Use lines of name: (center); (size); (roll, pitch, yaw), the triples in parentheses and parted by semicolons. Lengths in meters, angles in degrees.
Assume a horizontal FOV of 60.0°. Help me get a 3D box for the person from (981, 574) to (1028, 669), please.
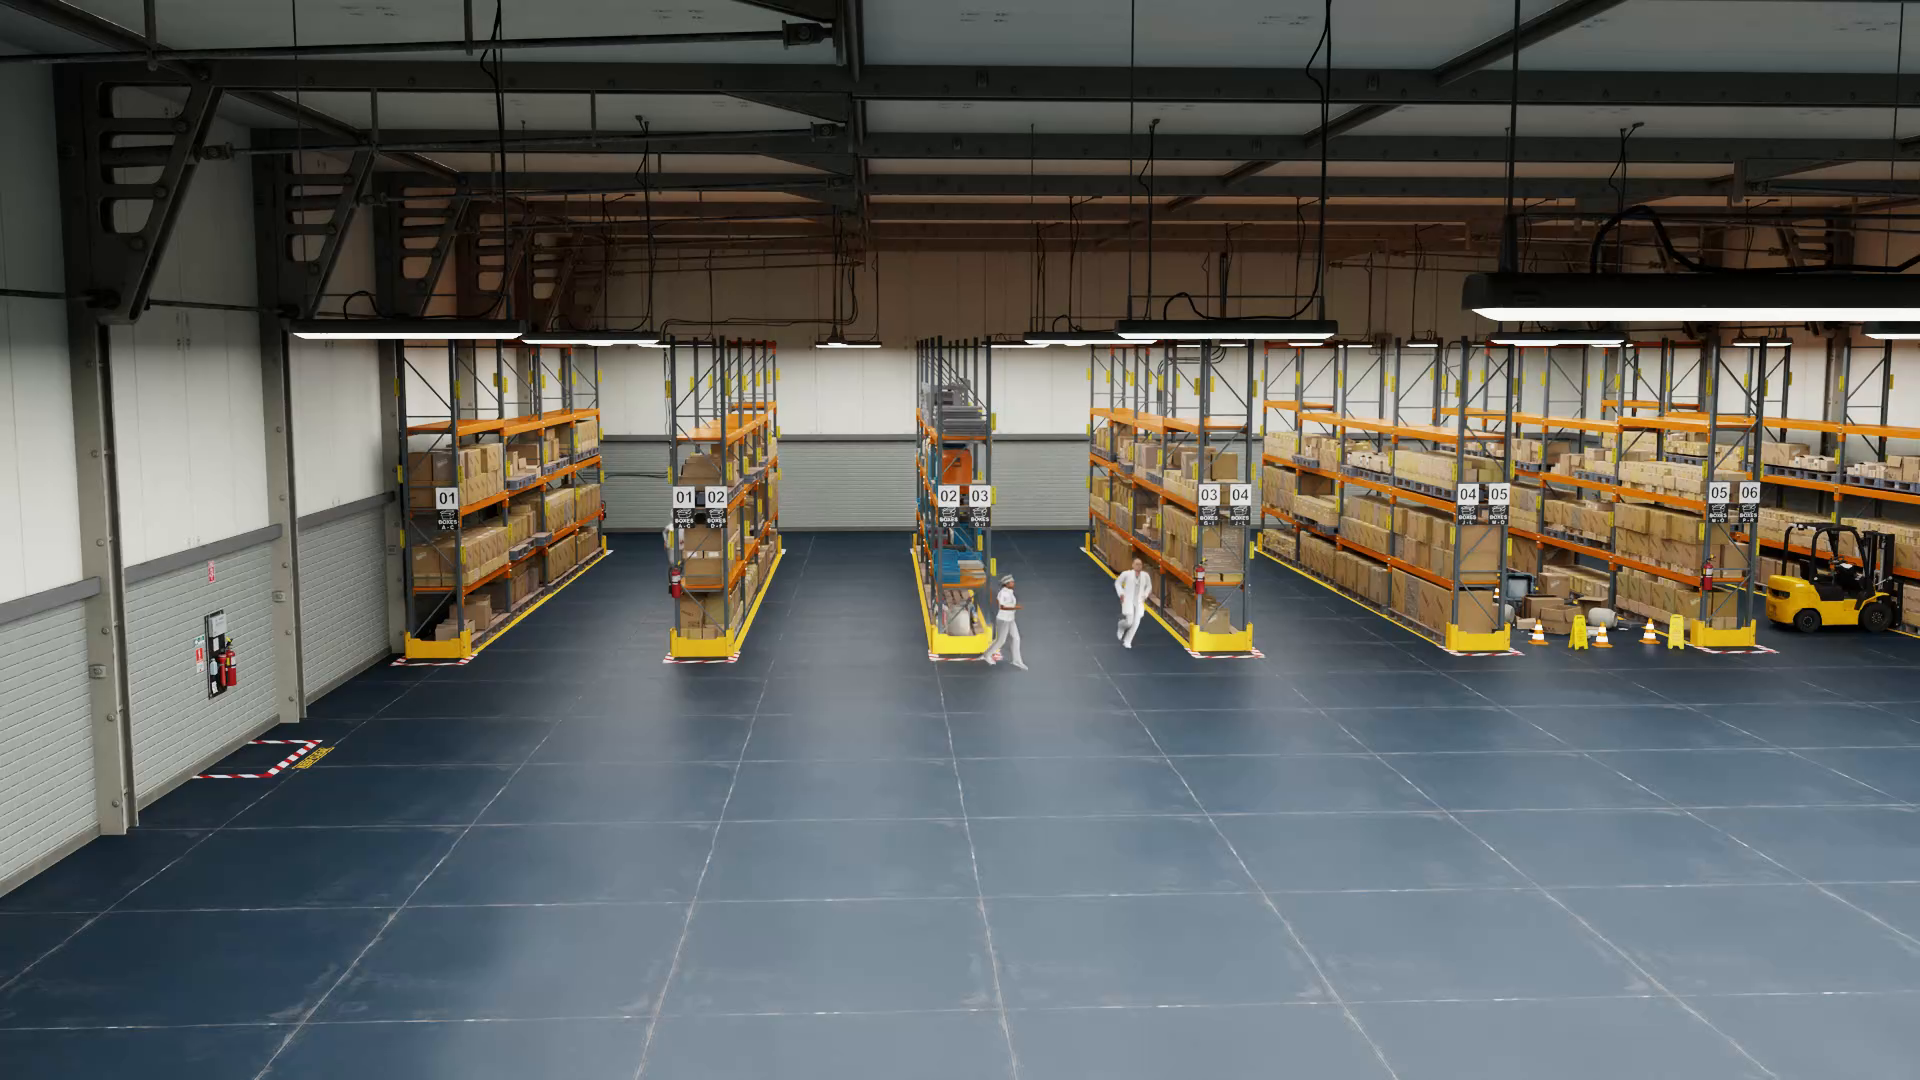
person: (0.796, 1.476, 30.037); (0.860, 1.732, 0.559); (2, 7, 17)

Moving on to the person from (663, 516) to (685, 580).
person: (-6.940, 0.224, 40.748); (0.658, 1.784, 0.950); (-1, 7, -7)

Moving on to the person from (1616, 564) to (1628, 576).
person: (16.128, 0.297, 40.324); (0.659, 1.757, 0.878); (0, 6, 0)

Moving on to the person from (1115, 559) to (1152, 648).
person: (3.378, 1.216, 32.315); (0.707, 1.730, 0.642); (-2, 7, -13)
